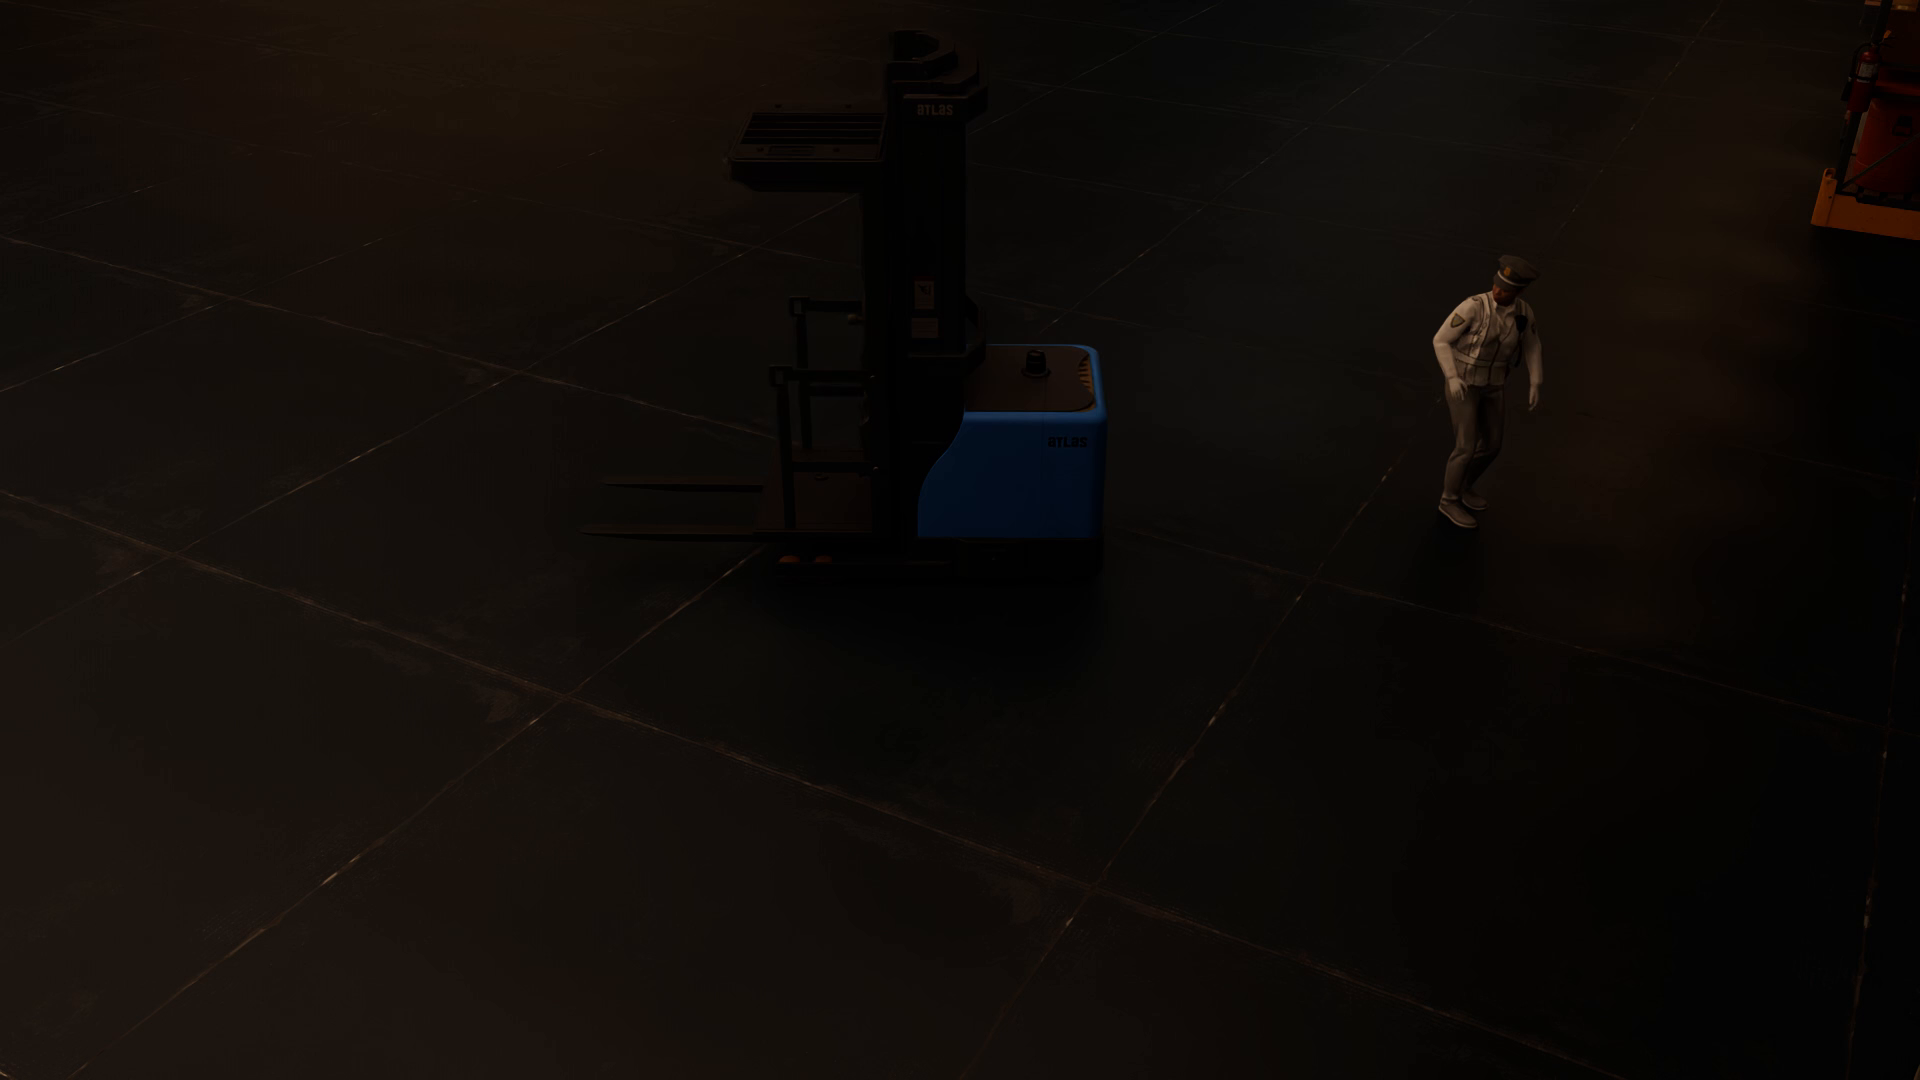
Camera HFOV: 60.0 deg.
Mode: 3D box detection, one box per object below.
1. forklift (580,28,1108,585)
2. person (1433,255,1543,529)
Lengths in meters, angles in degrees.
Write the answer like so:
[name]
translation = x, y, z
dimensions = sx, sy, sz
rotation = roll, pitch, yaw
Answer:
[forklift]
translation = -0.685, -1.275, 9.281
dimensions = 3.031, 2.935, 1.130
rotation = 0, 30, 1
[person]
translation = 3.162, -0.898, 9.930
dimensions = 0.693, 1.643, 0.473
rotation = -10, 31, -17
